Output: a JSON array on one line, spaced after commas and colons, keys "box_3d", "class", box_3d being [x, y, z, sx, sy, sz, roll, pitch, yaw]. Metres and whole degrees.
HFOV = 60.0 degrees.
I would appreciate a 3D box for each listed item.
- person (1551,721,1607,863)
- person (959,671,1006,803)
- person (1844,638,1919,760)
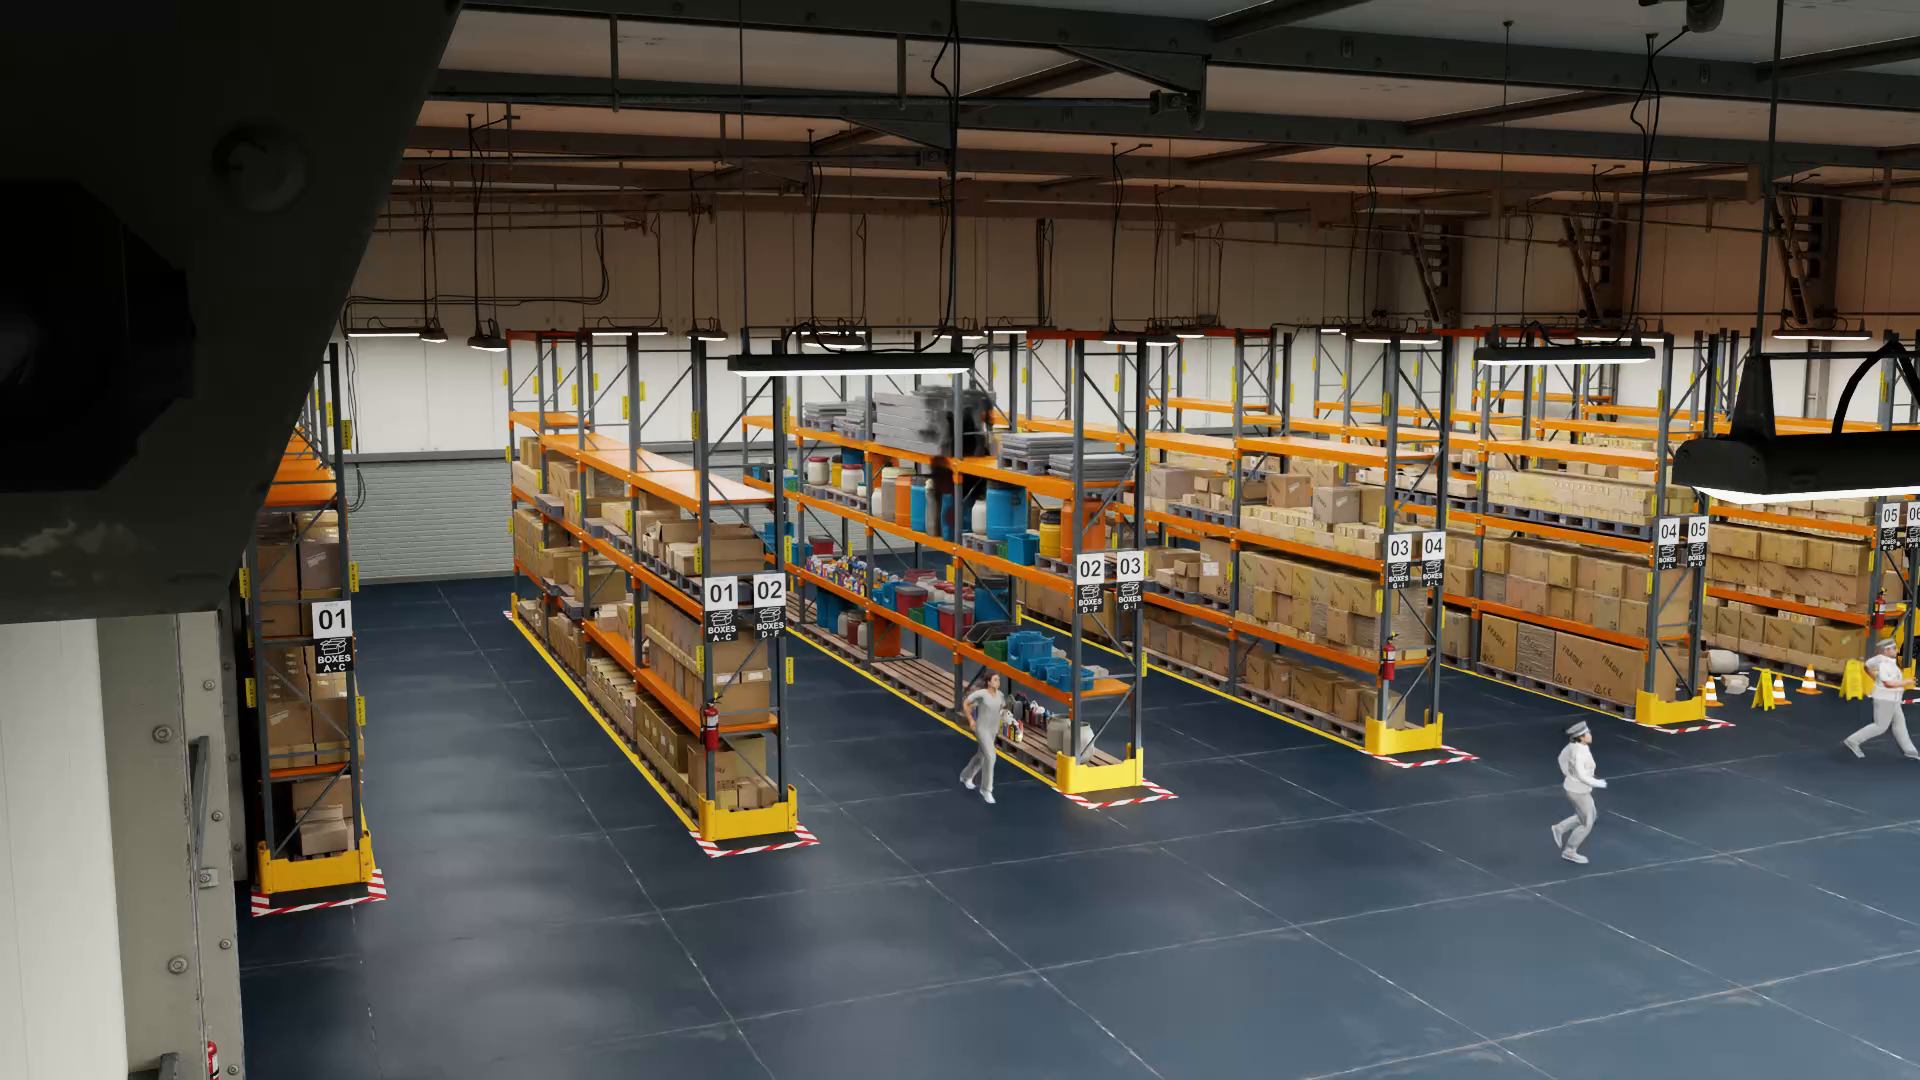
[{"box_3d": [7.179, 2.906, 19.260, 0.562, 1.666, 0.658, 1, 8, 8], "class": "person"}, {"box_3d": [0.341, 2.553, 21.955, 0.562, 1.704, 0.801, -7, 10, -42], "class": "person"}, {"box_3d": [13.156, 2.237, 23.520, 1.084, 1.743, 0.673, 4, 9, 27], "class": "person"}]
